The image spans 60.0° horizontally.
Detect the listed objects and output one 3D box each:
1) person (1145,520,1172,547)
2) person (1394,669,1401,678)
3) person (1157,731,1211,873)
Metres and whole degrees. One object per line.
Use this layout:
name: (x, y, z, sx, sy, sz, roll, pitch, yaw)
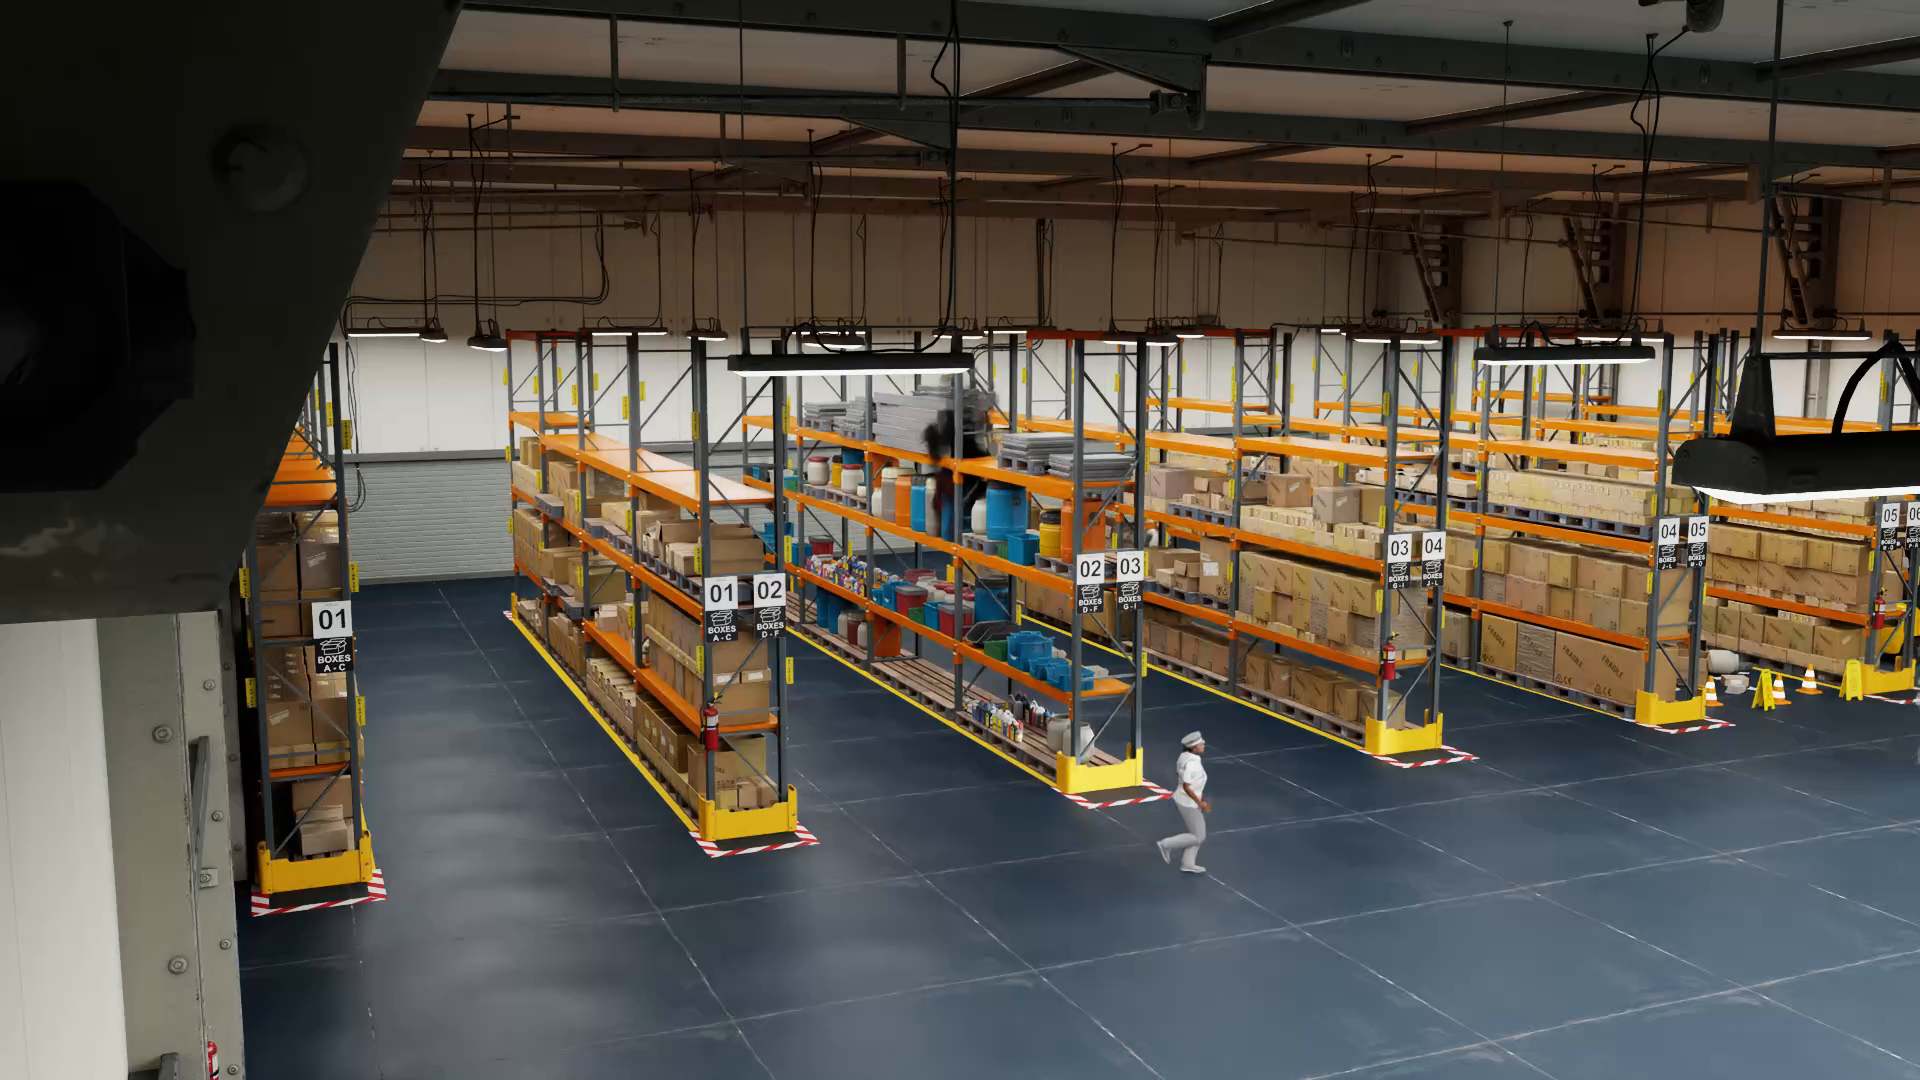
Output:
person: (4.398, 0.396, 37.107, 0.651, 1.847, 0.799, -3, 8, -23)
person: (7.548, 1.473, 29.303, 0.640, 1.834, 0.837, -5, 9, -31)
person: (2.523, 2.974, 18.854, 0.592, 1.649, 0.558, 0, 8, -2)
